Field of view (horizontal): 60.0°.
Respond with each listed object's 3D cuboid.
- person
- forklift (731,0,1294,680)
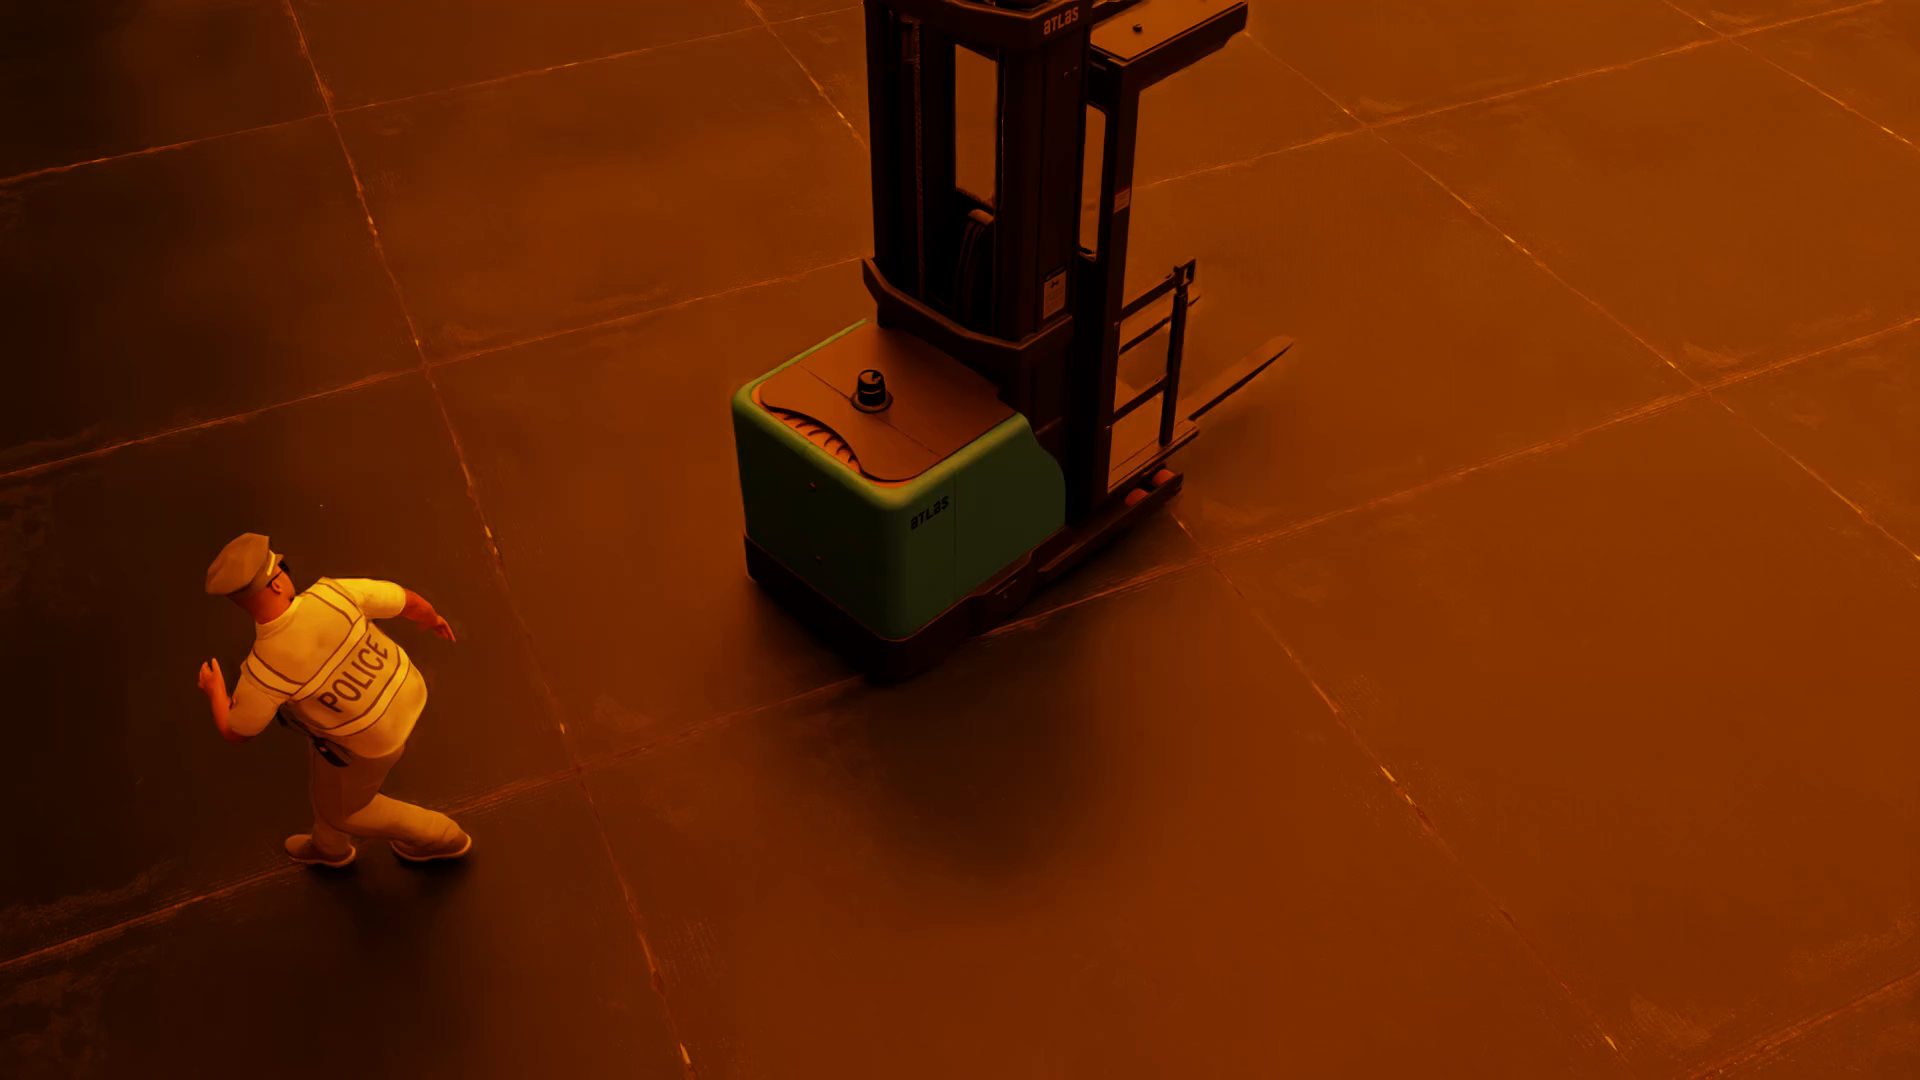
[{"bbox_3d":[-2.299,0.562,6.057,0.828,1.650,0.814,9,44,10],"label":"person"},{"bbox_3d":[0.425,-1.375,7.154,1.130,2.935,3.031,34,53,31],"label":"forklift"}]
